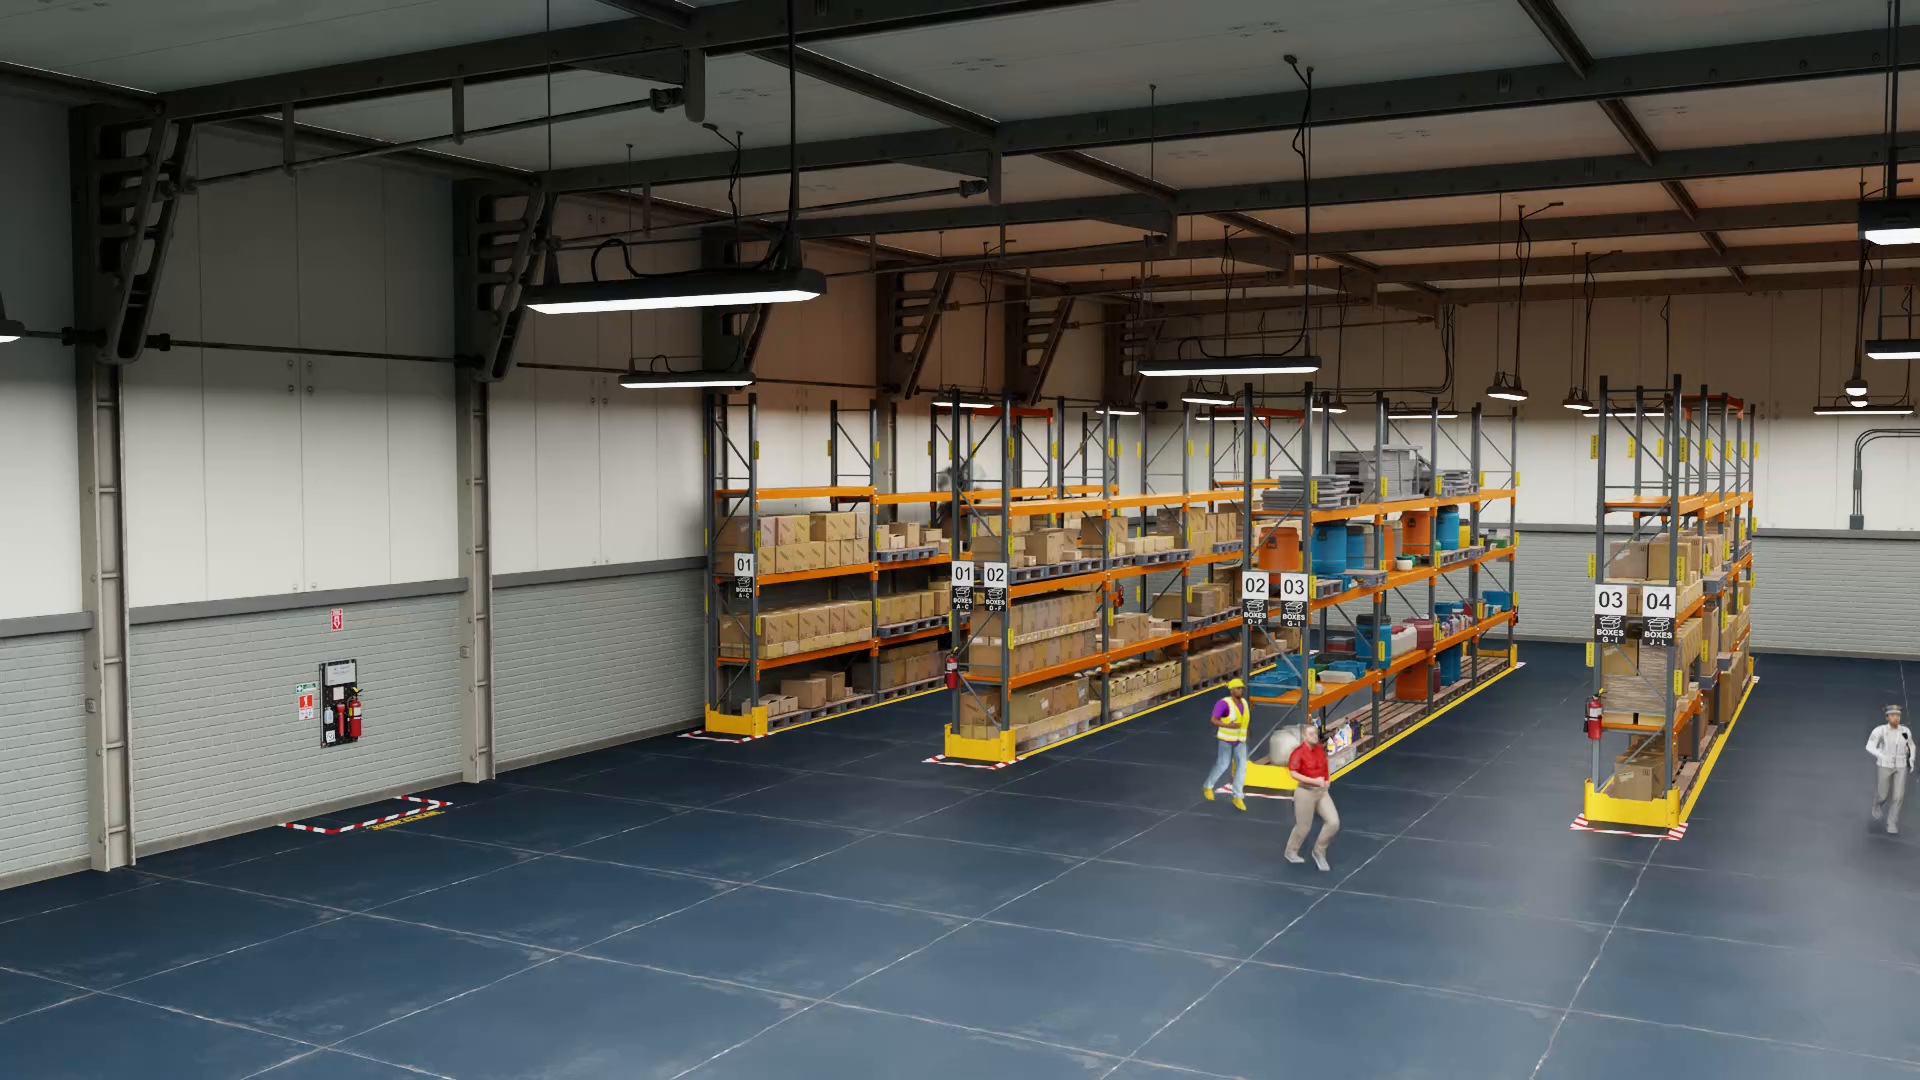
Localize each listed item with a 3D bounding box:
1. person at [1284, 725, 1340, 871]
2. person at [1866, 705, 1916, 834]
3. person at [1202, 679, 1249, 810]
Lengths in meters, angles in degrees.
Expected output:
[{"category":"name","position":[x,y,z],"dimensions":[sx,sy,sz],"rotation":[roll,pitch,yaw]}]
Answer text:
[{"category":"person","position":[4.208,3.090,19.900],"dimensions":[0.665,1.766,0.723],"rotation":[-2,4,-30]},{"category":"person","position":[12.267,2.985,21.900],"dimensions":[0.619,1.663,0.684],"rotation":[1,3,15]},{"category":"person","position":[3.832,2.838,23.416],"dimensions":[0.722,1.777,0.897],"rotation":[-2,3,-27]}]
